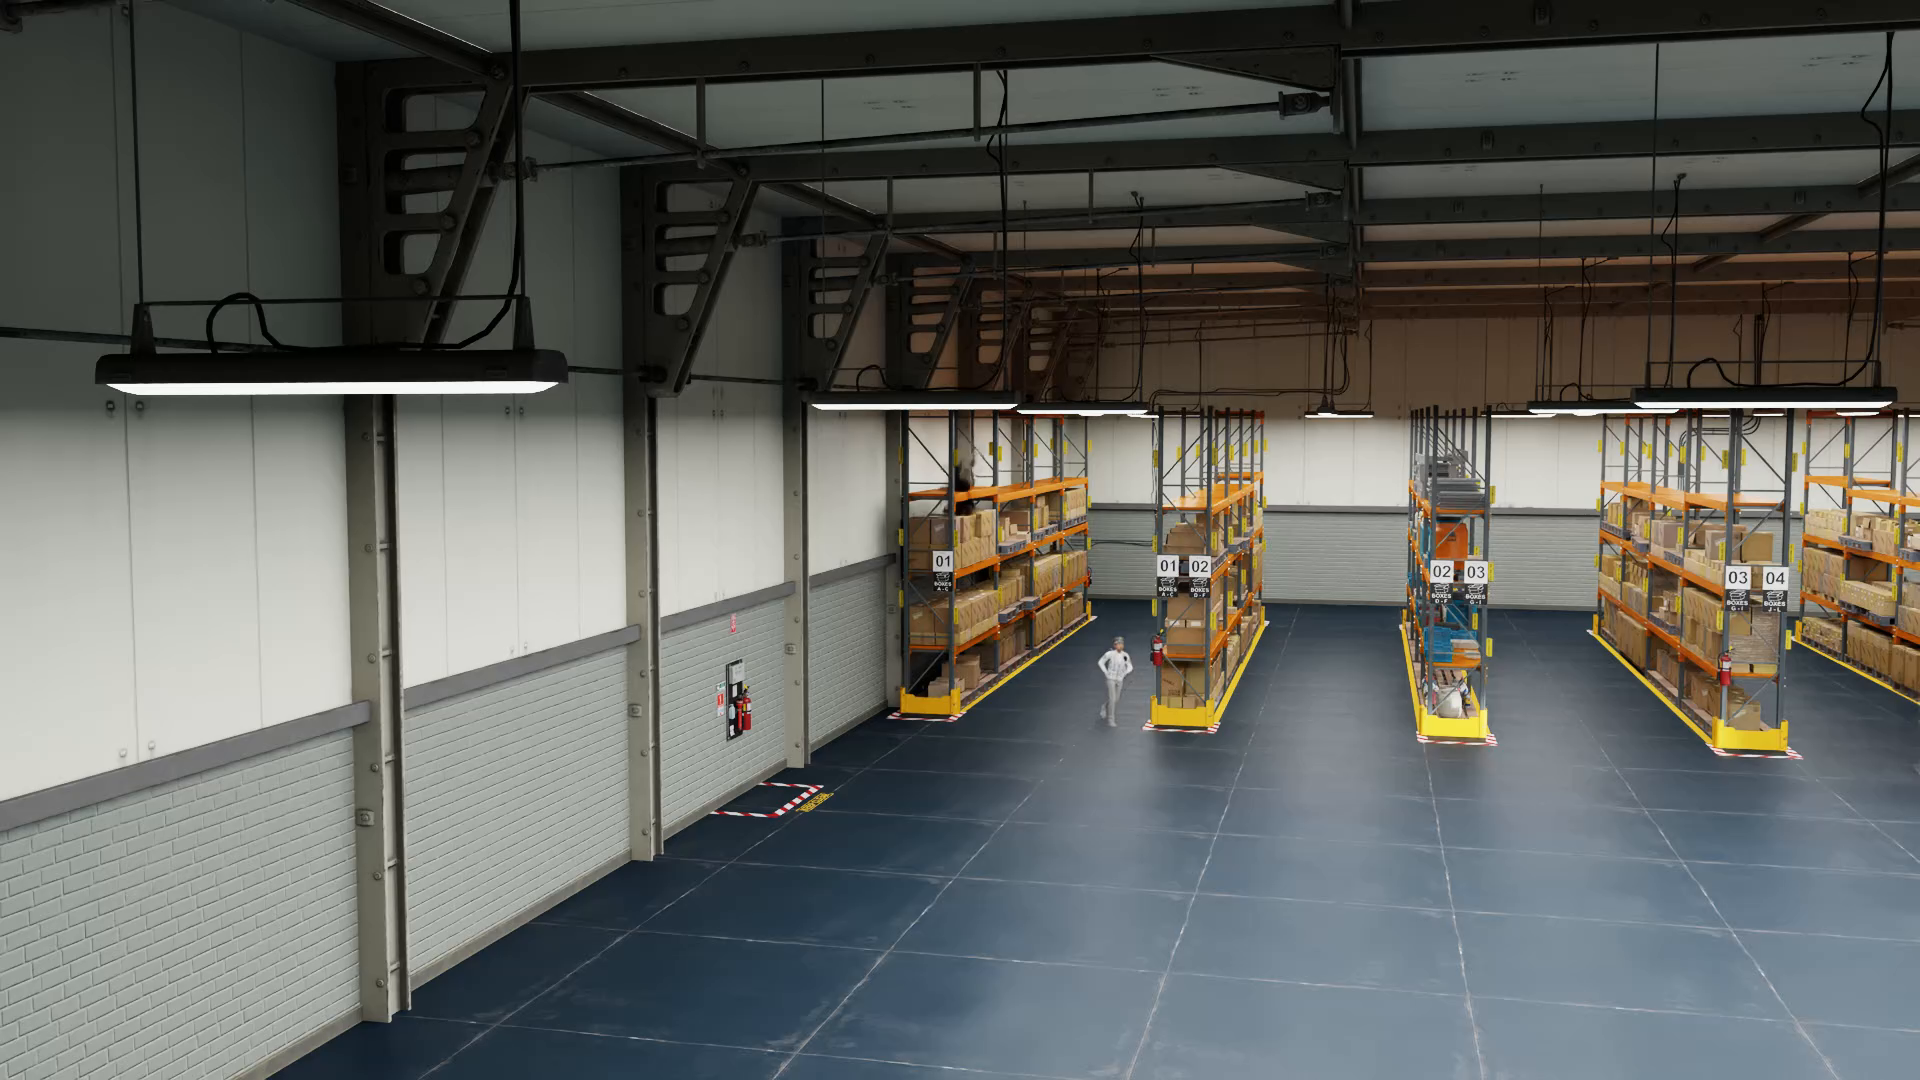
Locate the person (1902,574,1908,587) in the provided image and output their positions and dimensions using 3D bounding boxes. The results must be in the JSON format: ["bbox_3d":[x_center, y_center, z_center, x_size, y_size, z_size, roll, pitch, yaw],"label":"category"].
[{"bbox_3d":[24.925,1.760,43.998,0.744,1.712,0.585,1,4,11],"label":"person"}]

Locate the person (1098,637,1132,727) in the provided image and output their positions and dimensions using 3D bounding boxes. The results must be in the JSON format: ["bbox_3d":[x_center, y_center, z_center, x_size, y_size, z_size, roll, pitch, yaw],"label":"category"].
[{"bbox_3d":[2.939,2.658,31.485,0.658,1.687,0.771,-1,4,-14],"label":"person"}]
